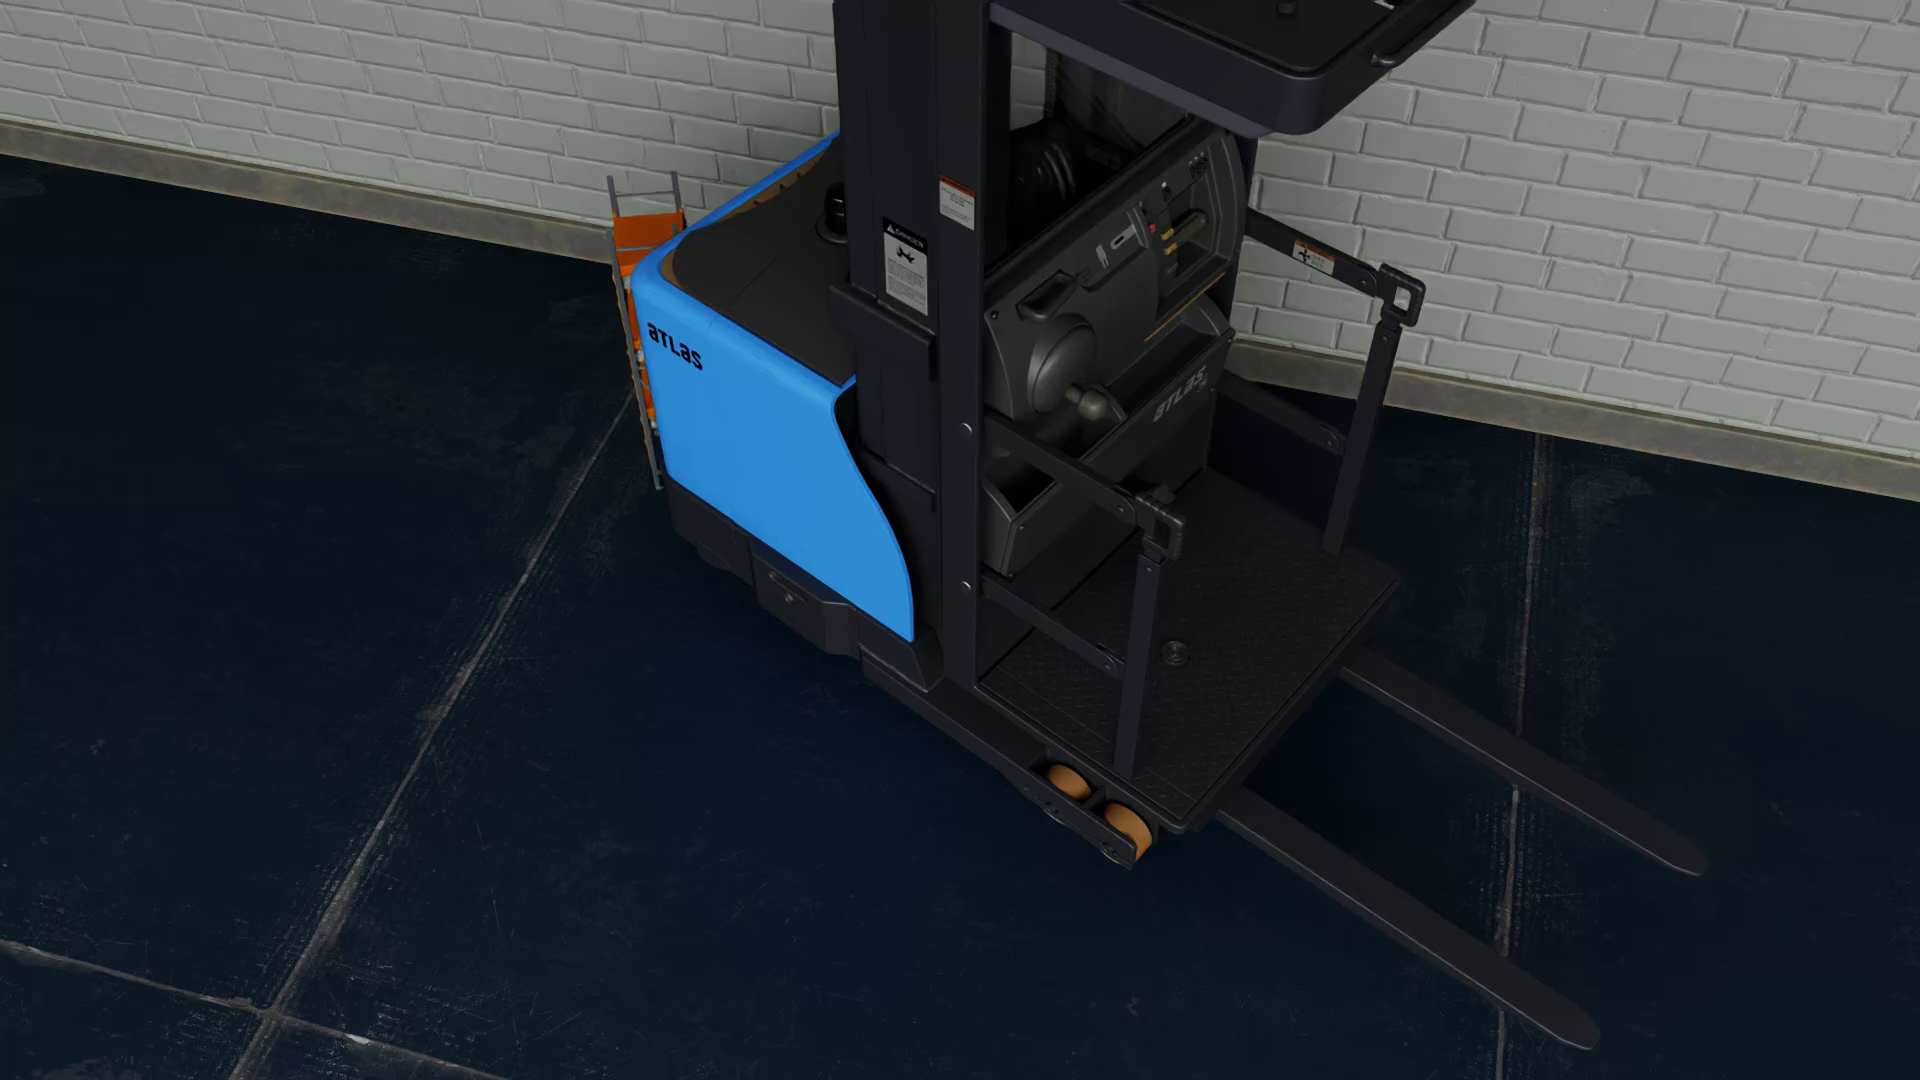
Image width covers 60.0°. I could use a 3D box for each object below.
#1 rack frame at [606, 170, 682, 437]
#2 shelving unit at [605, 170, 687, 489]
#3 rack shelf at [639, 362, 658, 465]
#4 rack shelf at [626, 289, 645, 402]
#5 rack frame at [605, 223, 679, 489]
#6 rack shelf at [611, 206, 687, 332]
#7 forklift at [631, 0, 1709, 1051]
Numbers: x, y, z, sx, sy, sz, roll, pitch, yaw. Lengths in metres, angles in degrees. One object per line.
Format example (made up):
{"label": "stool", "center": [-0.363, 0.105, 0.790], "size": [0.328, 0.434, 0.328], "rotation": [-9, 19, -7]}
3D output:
{"label": "rack frame", "center": [-0.917, -0.705, 5.171], "size": [0.200, 1.050, 0.008], "rotation": [-5, 49, -5]}
{"label": "shelving unit", "center": [-0.902, -0.614, 5.091], "size": [0.215, 1.050, 0.252], "rotation": [-5, 49, -5]}
{"label": "rack shelf", "center": [-0.903, -0.423, 5.308], "size": [0.215, 0.259, 0.240], "rotation": [-5, 49, -5]}
{"label": "rack shelf", "center": [-0.902, -0.607, 5.099], "size": [0.215, 0.259, 0.240], "rotation": [-5, 49, -5]}
{"label": "rack frame", "center": [-0.886, -0.523, 5.011], "size": [0.200, 1.050, 0.008], "rotation": [-5, 49, -5]}
{"label": "rack shelf", "center": [-0.901, -0.795, 4.887], "size": [0.215, 0.259, 0.240], "rotation": [-5, 49, -5]}
{"label": "forklift", "center": [0.541, -0.551, 3.782], "size": [3.031, 2.935, 1.130], "rotation": [33, 56, 25]}
